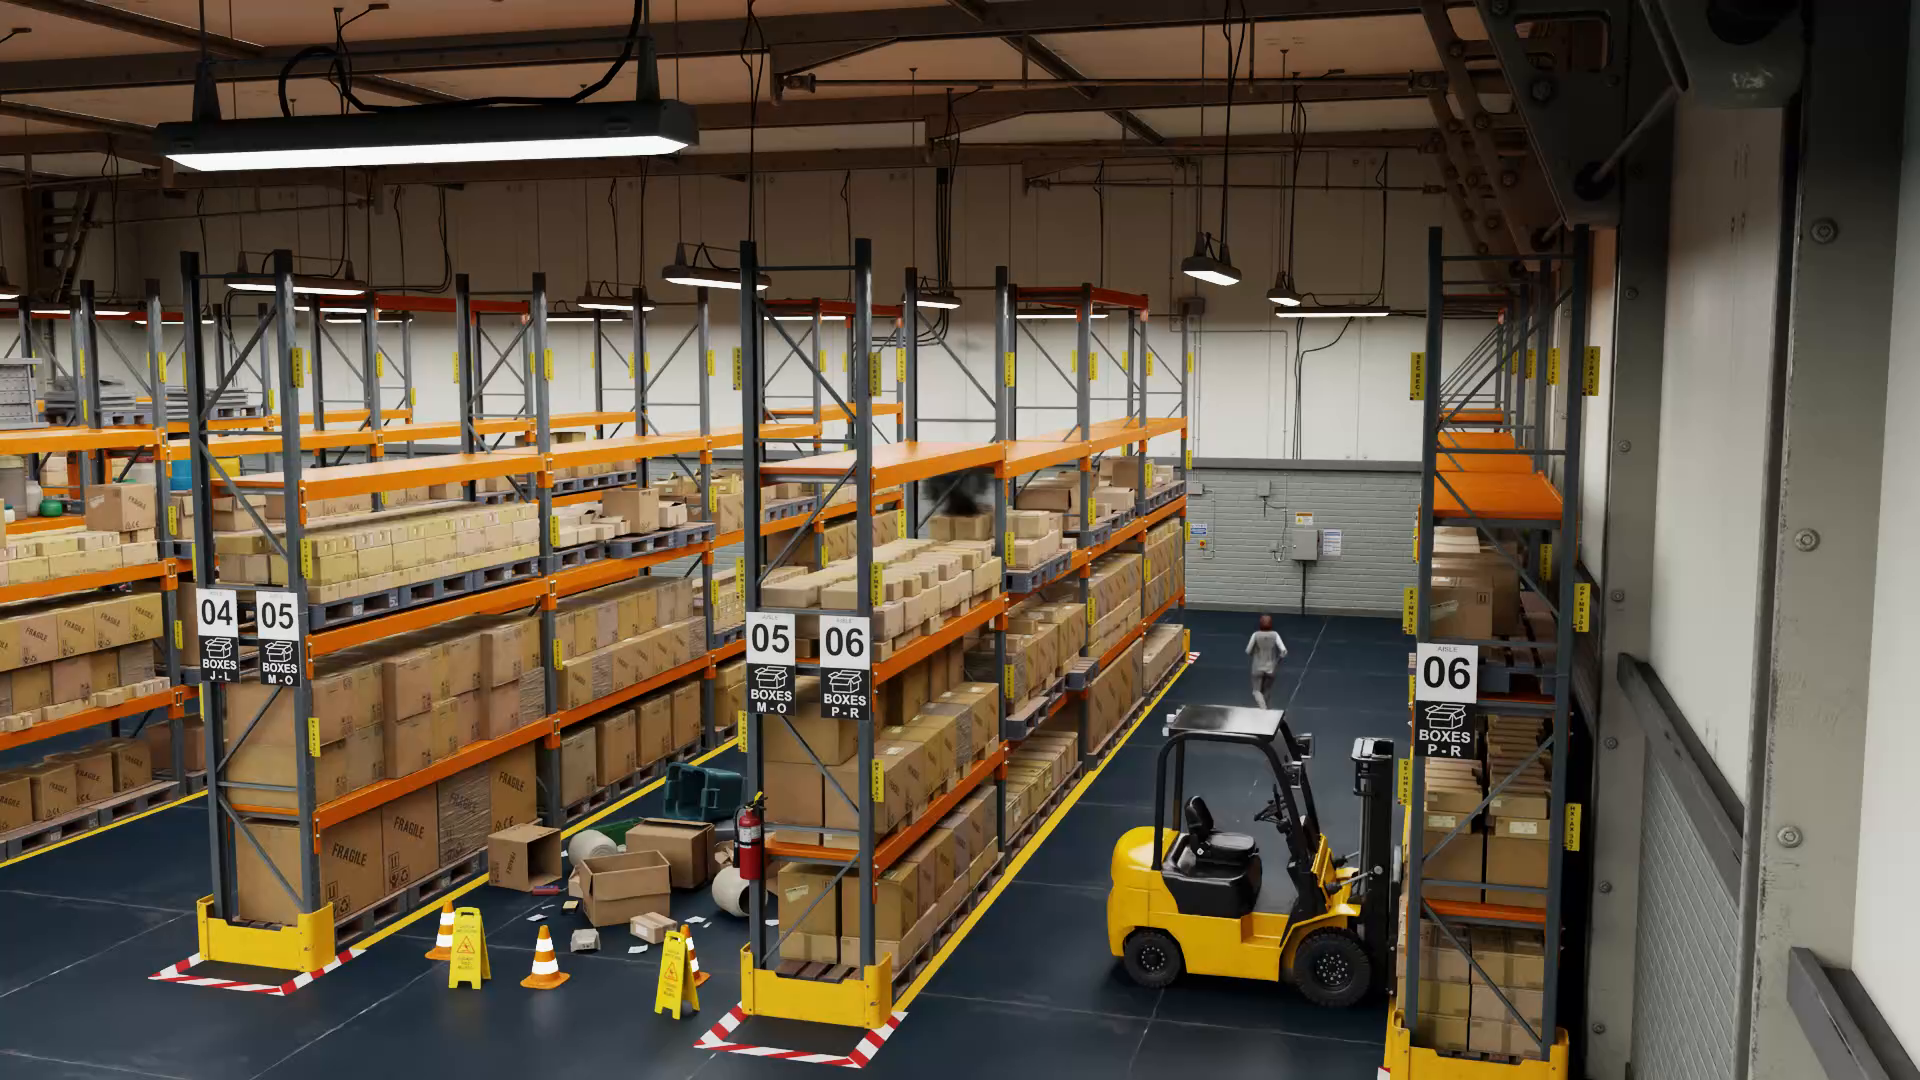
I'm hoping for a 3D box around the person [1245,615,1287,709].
[{"bbox_3d":[4.224,1.808,23.021,0.548,1.569,0.813,0,6,0],"label":"person"}]

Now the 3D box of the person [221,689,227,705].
[{"bbox_3d":[-10.249,1.752,23.188,0.546,1.725,0.759,2,7,19],"label":"person"}]
